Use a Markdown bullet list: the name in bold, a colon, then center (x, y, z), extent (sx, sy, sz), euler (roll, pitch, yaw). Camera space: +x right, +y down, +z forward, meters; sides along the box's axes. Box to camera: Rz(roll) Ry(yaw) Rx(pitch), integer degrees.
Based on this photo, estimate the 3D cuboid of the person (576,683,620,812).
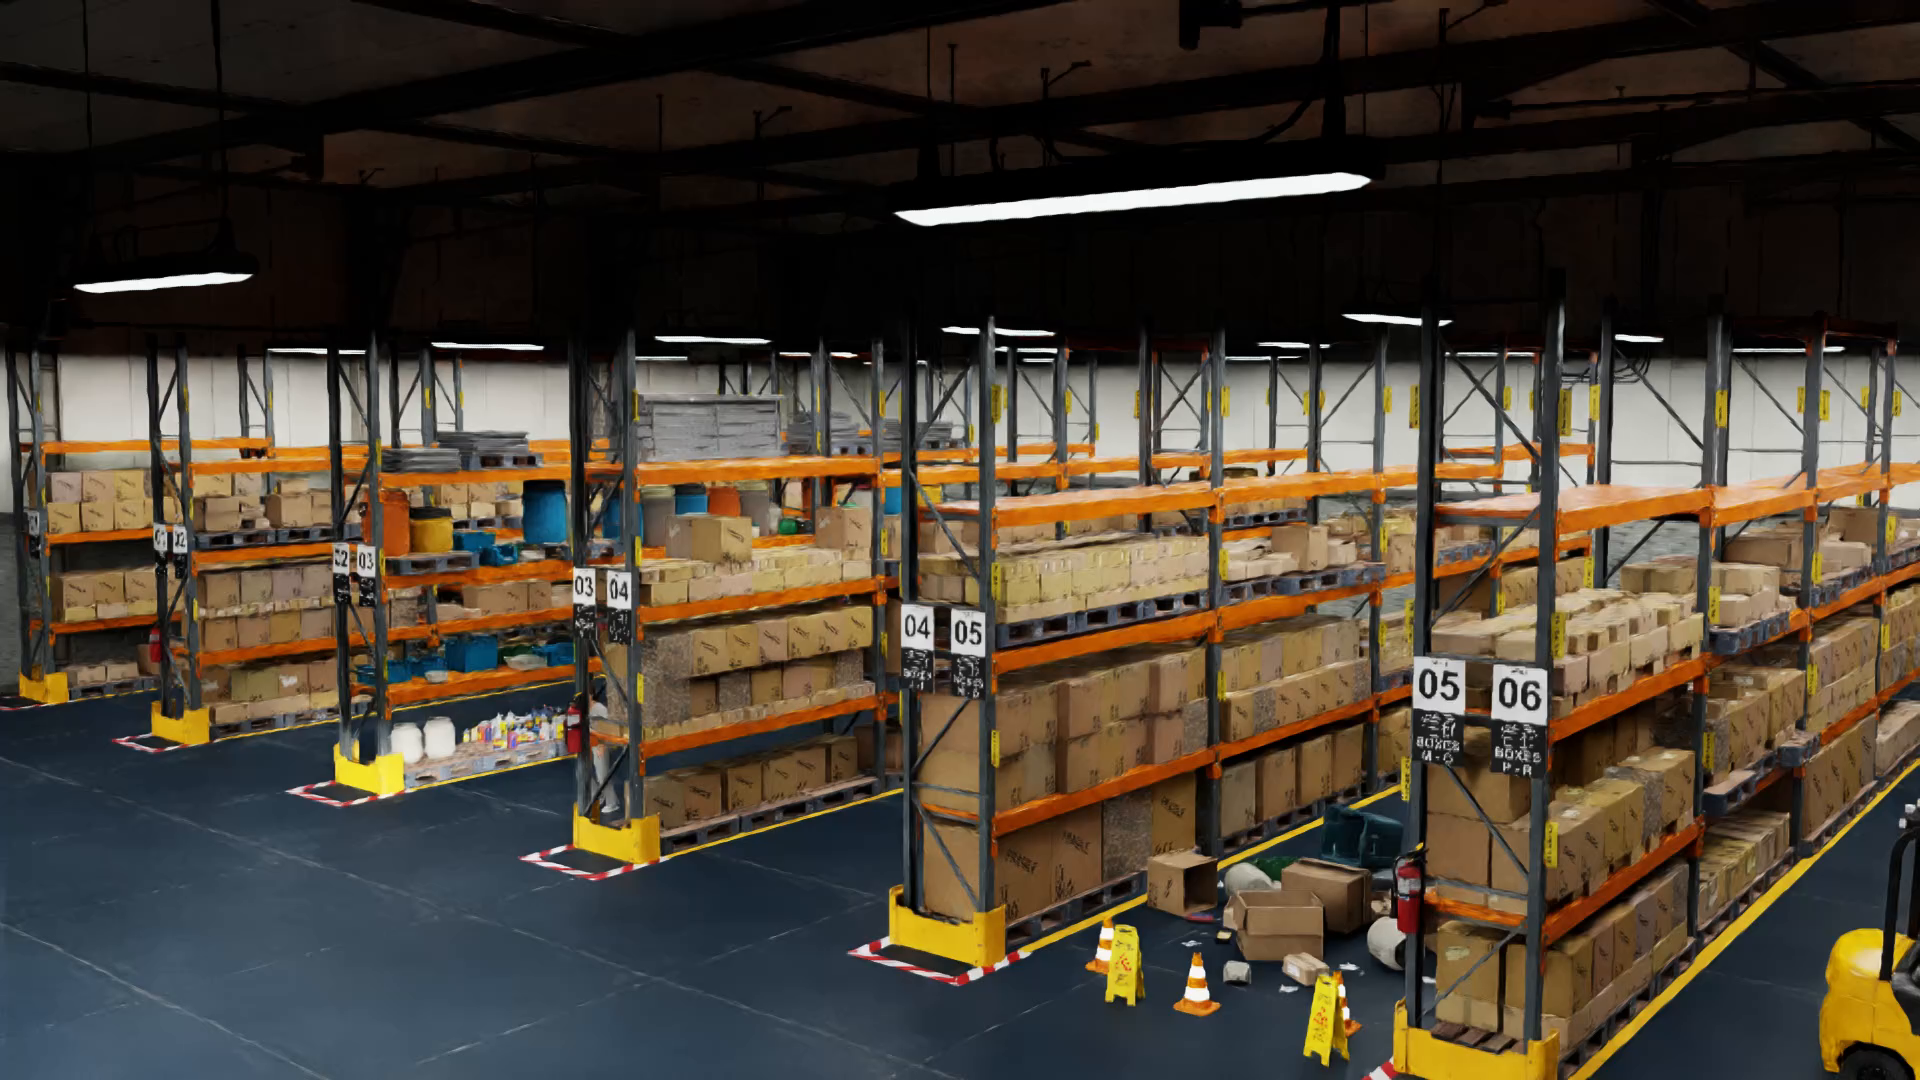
- **person**: center (-4.459, 2.533, 20.383), extent (0.580, 1.618, 0.507), euler (4, 6, 37)
